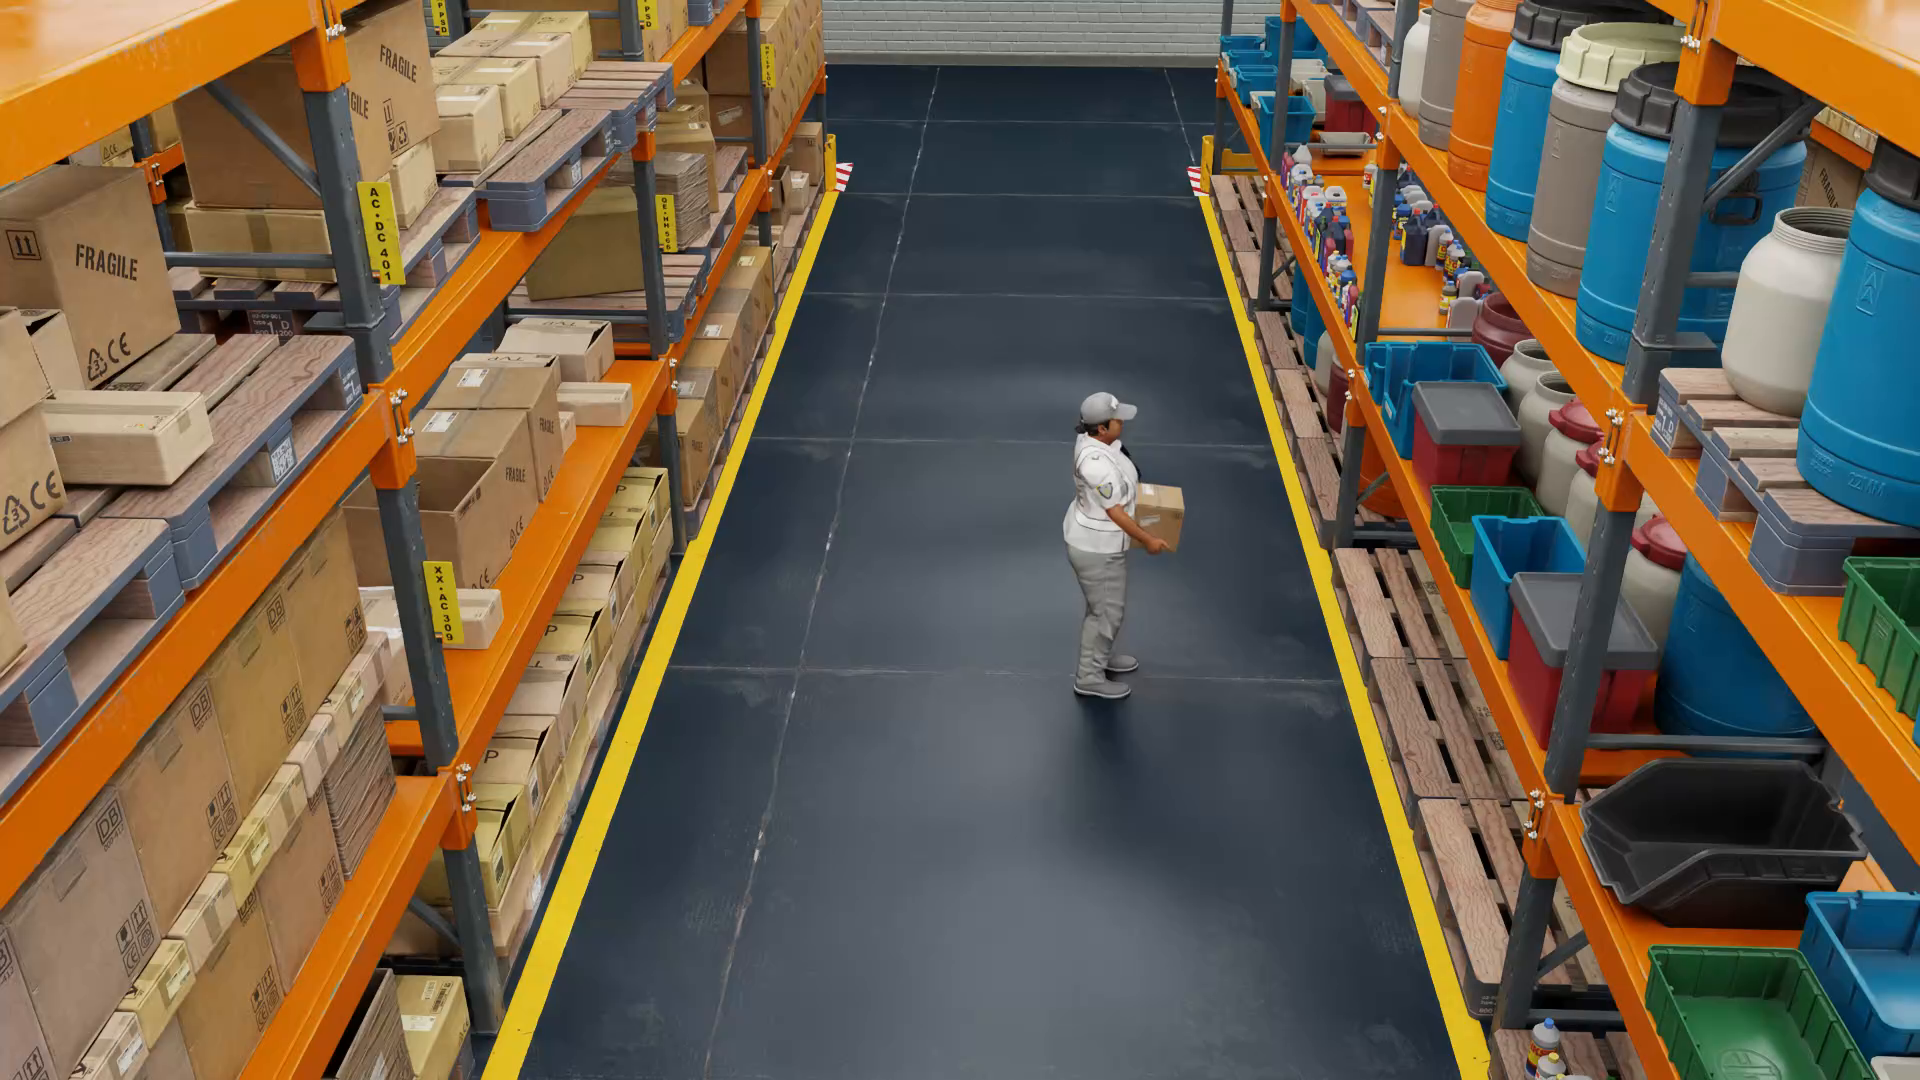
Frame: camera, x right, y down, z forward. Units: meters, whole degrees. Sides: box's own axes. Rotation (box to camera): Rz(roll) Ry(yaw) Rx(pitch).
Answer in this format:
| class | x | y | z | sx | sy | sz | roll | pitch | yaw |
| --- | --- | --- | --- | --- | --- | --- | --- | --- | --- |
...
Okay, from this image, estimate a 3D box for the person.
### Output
| class | x | y | z | sx | sy | sz | roll | pitch | yaw |
| --- | --- | --- | --- | --- | --- | --- | --- | --- | --- |
| person | 0.802 | 0.016 | 8.600 | 0.537 | 1.662 | 0.453 | 1 | 28 | 2 |
